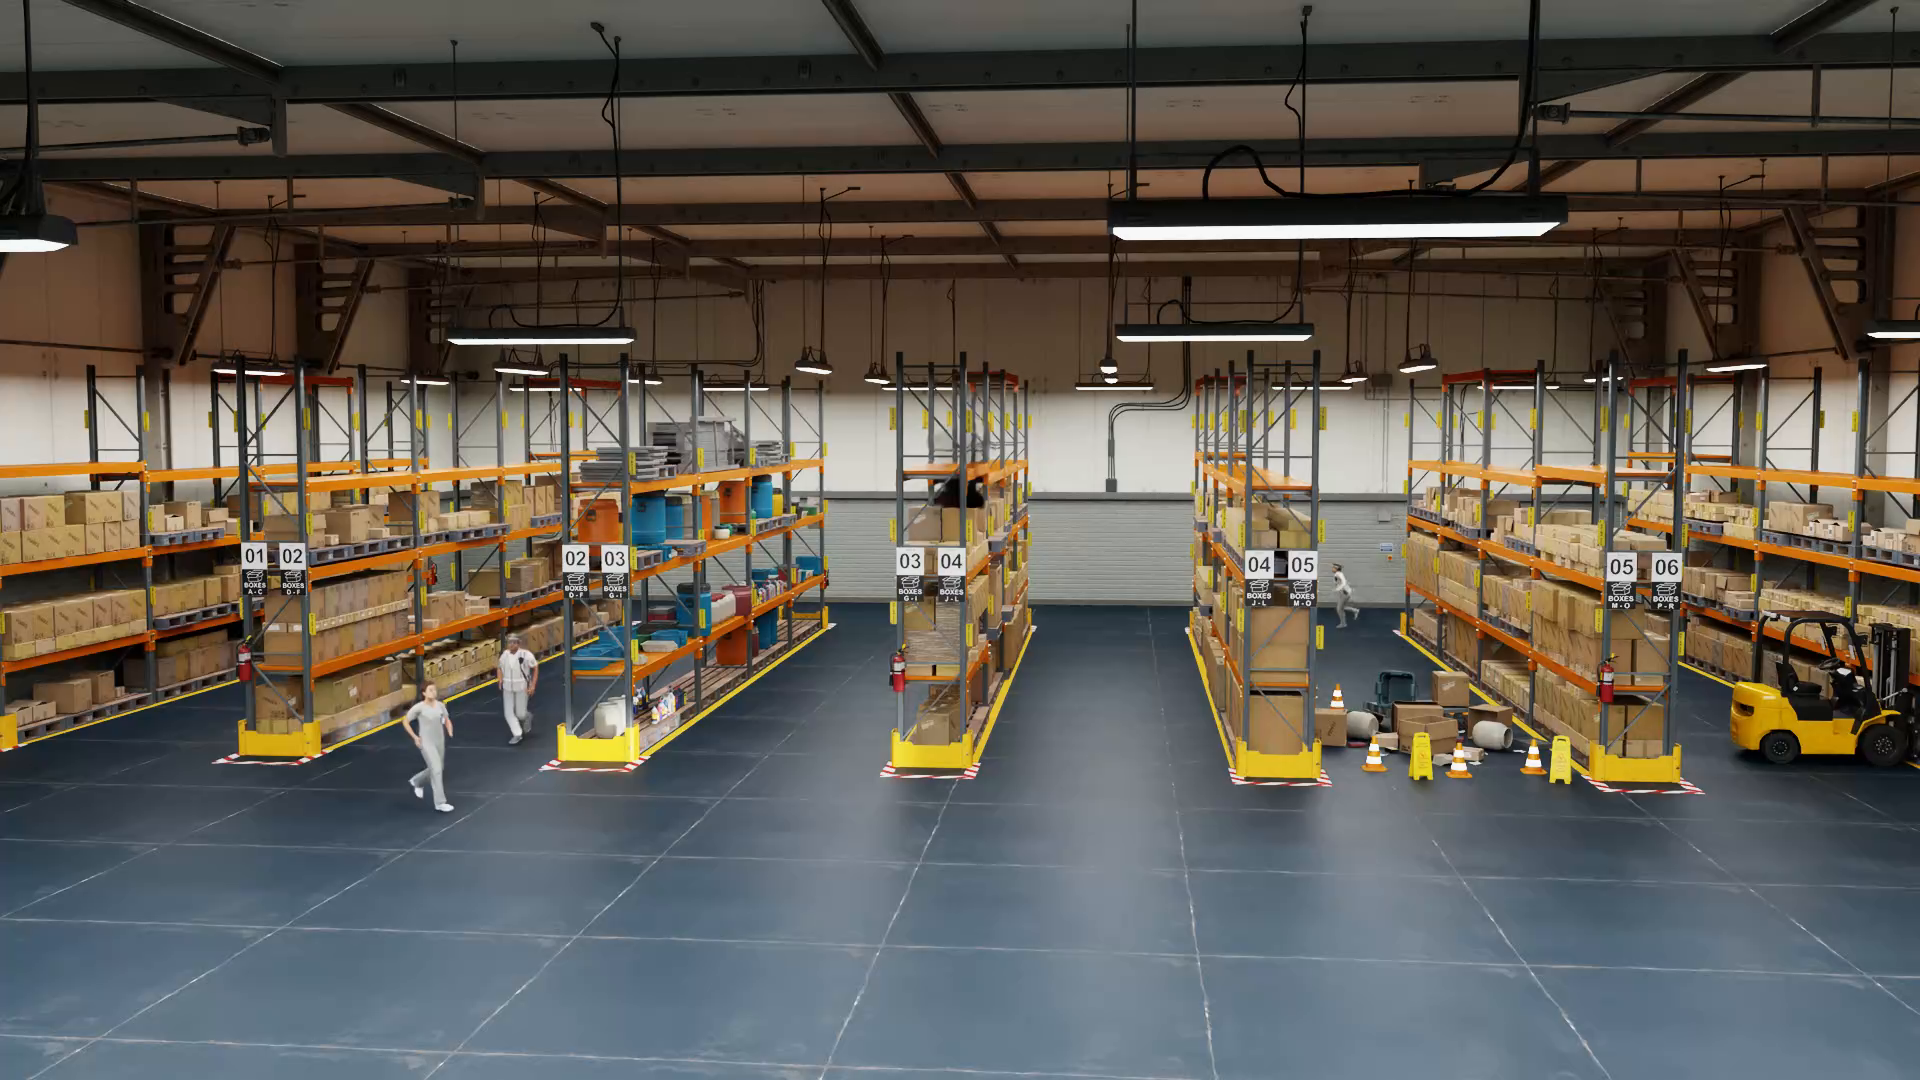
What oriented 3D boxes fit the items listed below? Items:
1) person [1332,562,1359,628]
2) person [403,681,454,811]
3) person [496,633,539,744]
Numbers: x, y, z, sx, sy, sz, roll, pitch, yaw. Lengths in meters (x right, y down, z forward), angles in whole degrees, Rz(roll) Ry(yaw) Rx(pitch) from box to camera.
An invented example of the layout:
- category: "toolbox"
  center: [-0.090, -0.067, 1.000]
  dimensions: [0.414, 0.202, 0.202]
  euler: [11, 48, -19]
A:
- category: "person"
  center: [9.375, 1.346, 40.461]
  dimensions: [0.711, 1.629, 0.610]
  euler: [0, 4, -1]
- category: "person"
  center: [-6.860, 2.638, 21.479]
  dimensions: [0.907, 1.645, 0.593]
  euler: [3, 5, 36]
- category: "person"
  center: [-6.935, 2.302, 26.048]
  dimensions: [0.667, 1.725, 0.622]
  euler: [0, 4, 5]
